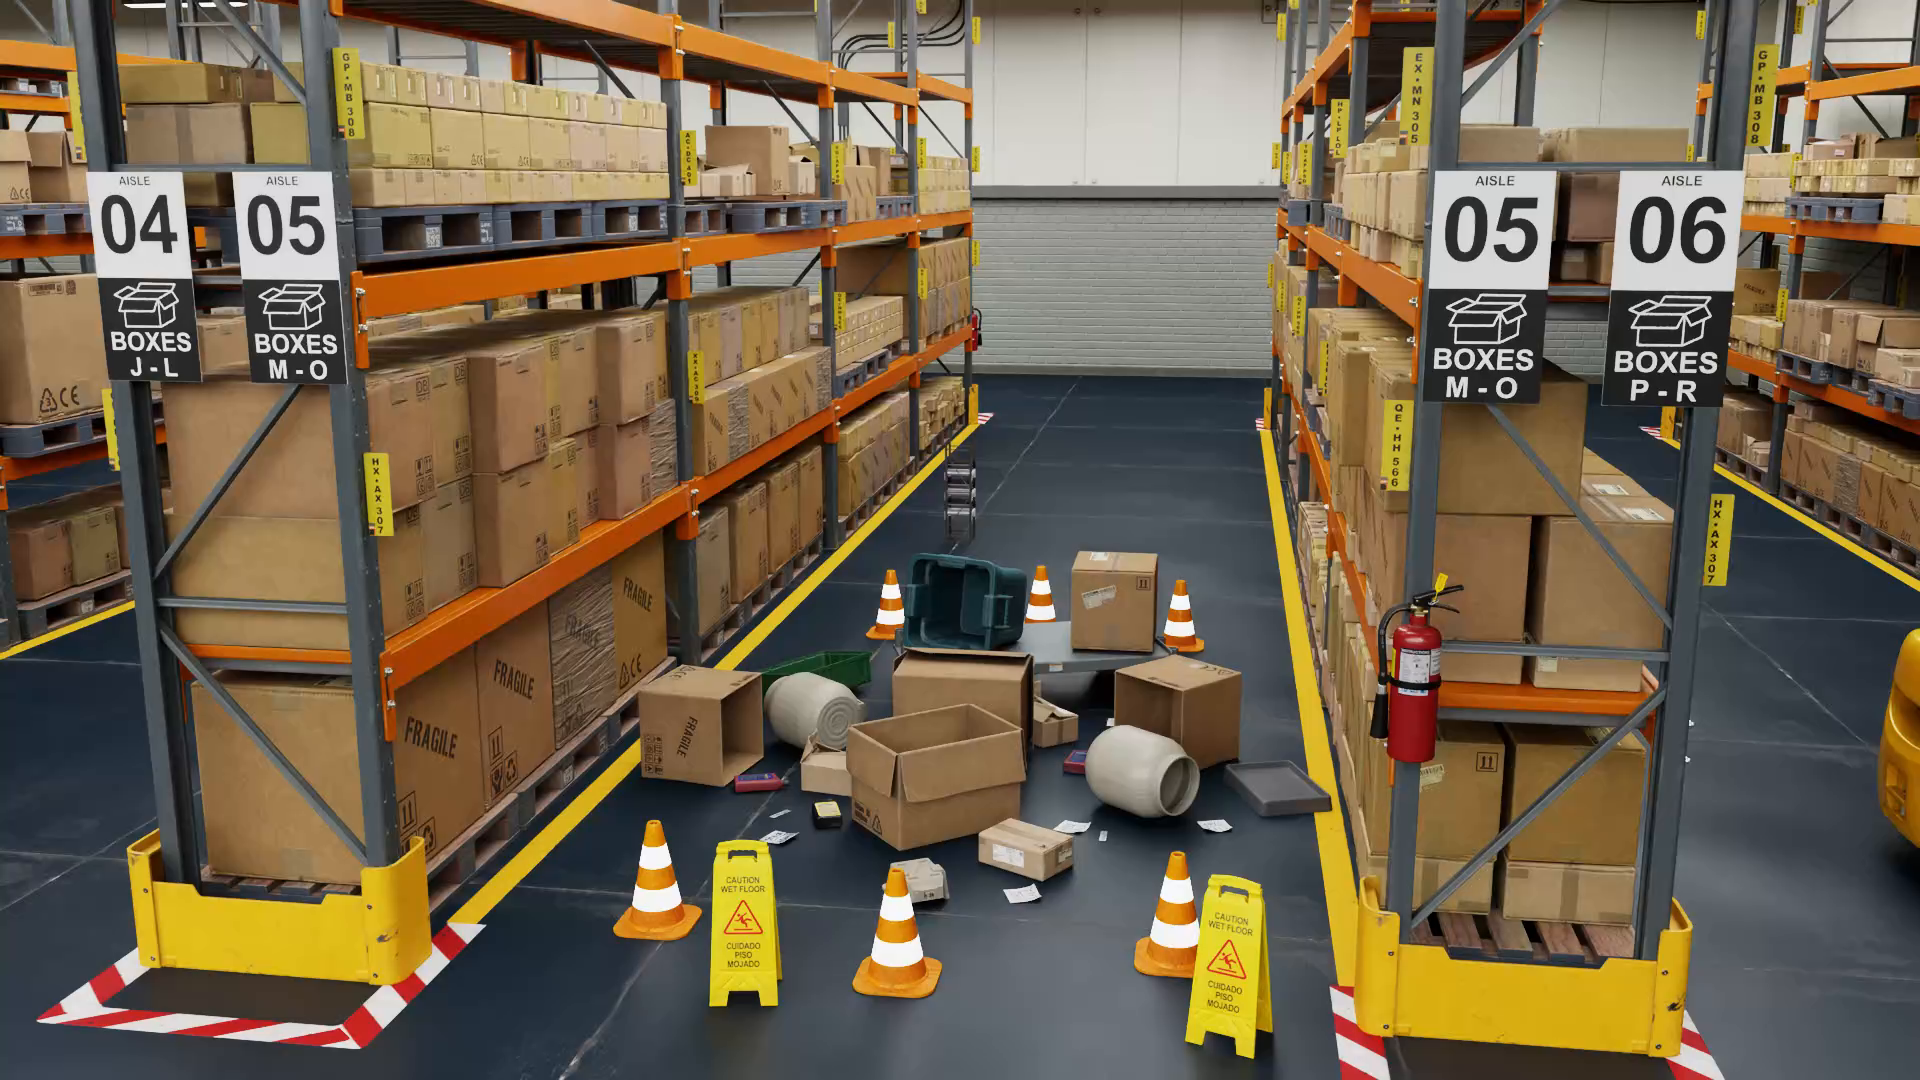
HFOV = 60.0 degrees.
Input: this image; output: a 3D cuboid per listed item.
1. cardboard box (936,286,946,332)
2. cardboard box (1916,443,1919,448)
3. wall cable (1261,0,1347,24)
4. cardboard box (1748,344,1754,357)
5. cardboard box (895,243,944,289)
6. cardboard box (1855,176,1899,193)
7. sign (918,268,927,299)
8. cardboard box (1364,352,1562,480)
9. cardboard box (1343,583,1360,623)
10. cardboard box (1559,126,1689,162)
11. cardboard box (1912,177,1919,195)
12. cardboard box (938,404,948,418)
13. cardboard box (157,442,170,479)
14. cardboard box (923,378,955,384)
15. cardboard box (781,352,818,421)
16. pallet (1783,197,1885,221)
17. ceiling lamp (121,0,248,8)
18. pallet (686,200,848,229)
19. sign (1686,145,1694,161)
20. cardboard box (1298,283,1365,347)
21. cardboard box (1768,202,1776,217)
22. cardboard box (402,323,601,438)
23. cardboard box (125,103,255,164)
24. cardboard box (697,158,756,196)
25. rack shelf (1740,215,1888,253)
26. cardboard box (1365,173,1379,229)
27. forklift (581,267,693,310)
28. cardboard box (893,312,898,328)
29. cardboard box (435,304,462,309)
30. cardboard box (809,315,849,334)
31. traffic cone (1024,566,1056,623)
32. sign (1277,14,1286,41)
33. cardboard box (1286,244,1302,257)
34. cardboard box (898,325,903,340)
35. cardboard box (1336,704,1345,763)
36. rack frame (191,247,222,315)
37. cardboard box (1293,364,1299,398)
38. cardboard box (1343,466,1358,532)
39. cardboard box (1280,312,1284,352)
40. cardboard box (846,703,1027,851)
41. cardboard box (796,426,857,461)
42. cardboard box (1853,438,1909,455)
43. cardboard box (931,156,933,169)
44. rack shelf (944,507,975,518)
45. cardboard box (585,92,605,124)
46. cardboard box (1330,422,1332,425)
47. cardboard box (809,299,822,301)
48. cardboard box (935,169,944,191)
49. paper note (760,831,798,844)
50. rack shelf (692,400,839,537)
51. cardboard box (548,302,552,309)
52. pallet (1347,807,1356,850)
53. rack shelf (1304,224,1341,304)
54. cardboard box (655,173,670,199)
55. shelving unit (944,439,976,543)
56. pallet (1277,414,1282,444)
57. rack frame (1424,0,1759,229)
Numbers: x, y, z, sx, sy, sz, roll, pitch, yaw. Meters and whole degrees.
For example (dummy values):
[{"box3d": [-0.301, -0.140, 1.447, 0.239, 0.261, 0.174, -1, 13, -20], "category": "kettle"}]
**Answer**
[{"box3d": [-0.448, -2.728, 19.587, 0.500, 0.500, 0.500, 2, 12, 7], "category": "cardboard box"}, {"box3d": [8.775, -0.769, 14.840, 0.380, 0.149, 0.250, 2, 12, 9], "category": "cardboard box"}, {"box3d": [5.905, -7.026, 26.234, 2.355, 3.000, 0.029, 2, 12, 9], "category": "wall cable"}, {"box3d": [8.757, -2.047, 17.970, 0.380, 0.149, 0.250, 2, 12, 10], "category": "cardboard box"}, {"box3d": [-0.473, -3.213, 19.465, 0.500, 0.500, 0.500, 2, 12, 10], "category": "cardboard box"}, {"box3d": [8.206, -3.160, 14.777, 0.380, 0.149, 0.250, 2, 12, 10], "category": "cardboard box"}, {"box3d": [-0.407, -2.780, 18.026, 0.100, 0.325, 0.005, 2, 12, 9], "category": "sign"}, {"box3d": [2.054, -0.496, 6.857, 0.700, 0.500, 0.500, 2, 12, 9], "category": "cardboard box"}, {"box3d": [2.169, 0.330, 8.554, 0.380, 0.149, 0.250, 3, 12, 12], "category": "cardboard box"}, {"box3d": [2.362, -1.395, 5.929, 0.380, 0.149, 0.250, 2, 12, 8], "category": "cardboard box"}, {"box3d": [8.265, -2.980, 13.989, 0.380, 0.149, 0.250, 2, 12, 9], "category": "cardboard box"}, {"box3d": [-0.357, -1.575, 20.244, 0.380, 0.149, 0.250, 2, 12, 9], "category": "cardboard box"}, {"box3d": [-6.601, -0.689, 14.180, 0.500, 0.250, 0.500, 3, 13, 15], "category": "cardboard box"}, {"box3d": [-0.267, -1.998, 21.502, 0.380, 0.149, 0.250, 2, 12, 10], "category": "cardboard box"}, {"box3d": [-1.453, -1.242, 13.397, 0.500, 0.500, 0.500, 2, 12, 9], "category": "cardboard box"}, {"box3d": [8.687, -3.173, 15.923, 1.213, 0.211, 1.003, 2, 12, 9], "category": "pallet"}, {"box3d": [-12.129, -9.831, 25.394, 2.000, 3.185, 0.800, 2, 12, 9], "category": "ceiling lamp"}, {"box3d": [-1.617, -2.637, 13.438, 1.213, 0.211, 1.003, 2, 12, 11], "category": "pallet"}, {"box3d": [8.935, -4.676, 20.376, 0.100, 0.325, 0.005, 2, 12, 9], "category": "sign"}, {"box3d": [3.157, -1.913, 14.141, 0.500, 0.500, 0.500, 2, 12, 7], "category": "cardboard box"}, {"box3d": [8.710, -3.467, 17.435, 0.380, 0.149, 0.250, 2, 12, 11], "category": "cardboard box"}, {"box3d": [-2.465, -0.865, 8.970, 0.875, 0.550, 0.550, 2, 12, 9], "category": "cardboard box"}, {"box3d": [-3.002, -1.637, 6.765, 0.500, 0.250, 0.500, 2, 12, 9], "category": "cardboard box"}, {"box3d": [-1.689, -2.604, 11.920, 0.396, 0.266, 0.258, 2, 12, 9], "category": "cardboard box"}, {"box3d": [9.164, -3.463, 18.530, 1.077, 0.370, 4.000, 2, 12, 9], "category": "rack shelf"}, {"box3d": [2.147, -1.566, 7.669, 0.500, 0.250, 0.500, 2, 12, 9], "category": "cardboard box"}, {"box3d": [-3.258, -1.646, 15.673, 1.130, 2.935, 3.031, 6, 14, 28], "category": "forklift"}, {"box3d": [-0.861, -2.315, 17.510, 0.380, 0.149, 0.250, 2, 12, 9], "category": "cardboard box"}, {"box3d": [-5.931, -2.819, 18.337, 0.797, 0.503, 0.637, 2, 12, 7], "category": "cardboard box"}, {"box3d": [-1.228, -1.969, 15.197, 0.380, 0.149, 0.250, 2, 12, 8], "category": "cardboard box"}, {"box3d": [0.585, 0.417, 11.960, 0.336, 0.463, 0.334, 2, 12, 9], "category": "traffic cone"}, {"box3d": [4.019, -6.411, 20.787, 0.100, 0.325, 0.005, 2, 12, 9], "category": "sign"}, {"box3d": [3.966, -3.337, 19.208, 0.380, 0.149, 0.250, 2, 12, 9], "category": "cardboard box"}, {"box3d": [-0.821, -2.225, 17.797, 0.380, 0.149, 0.250, 2, 12, 7], "category": "cardboard box"}, {"box3d": [2.213, 1.048, 8.540, 0.500, 0.250, 0.500, 2, 12, 8], "category": "cardboard box"}, {"box3d": [-6.456, -1.581, 15.208, 1.000, 3.000, 0.127, 2, 12, 9], "category": "rack frame"}, {"box3d": [3.220, -1.407, 14.757, 0.500, 0.250, 0.500, 2, 12, 10], "category": "cardboard box"}, {"box3d": [2.233, -0.329, 8.458, 0.500, 0.500, 0.500, 2, 12, 8], "category": "cardboard box"}, {"box3d": [3.843, -2.353, 18.555, 0.500, 0.500, 0.500, 2, 12, 7], "category": "cardboard box"}, {"box3d": [-0.126, 1.178, 8.331, 0.797, 0.503, 0.637, -7, 14, -30], "category": "cardboard box"}, {"box3d": [-1.226, -0.884, 15.134, 0.500, 0.250, 0.500, 1, 12, 6], "category": "cardboard box"}, {"box3d": [8.387, -0.836, 15.147, 0.380, 0.149, 0.250, 2, 12, 9], "category": "cardboard box"}, {"box3d": [-0.510, -4.333, 19.084, 0.380, 0.149, 0.250, 1, 12, 7], "category": "cardboard box"}, {"box3d": [0.001, -0.233, 14.951, 0.258, 0.077, 0.200, 2, 12, 9], "category": "rack shelf"}, {"box3d": [-2.082, -2.256, 8.692, 0.380, 0.149, 0.250, 2, 12, 9], "category": "cardboard box"}, {"box3d": [2.565, -0.930, 10.249, 0.500, 0.500, 0.500, 2, 12, 8], "category": "cardboard box"}, {"box3d": [-1.550, -2.426, 17.319, 0.380, 0.149, 0.250, 2, 12, 9], "category": "cardboard box"}, {"box3d": [-0.472, -4.169, 19.268, 0.500, 0.250, 0.500, 2, 12, 10], "category": "cardboard box"}, {"box3d": [-0.889, 1.456, 8.169, 0.144, 0.017, 0.142, 7, 14, 28], "category": "paper note"}, {"box3d": [-1.878, -0.631, 12.508, 1.077, 0.370, 4.000, 2, 12, 9], "category": "rack shelf"}, {"box3d": [-5.354, -2.786, 20.451, 0.500, 0.250, 0.500, 2, 12, 10], "category": "cardboard box"}, {"box3d": [2.467, 1.332, 8.312, 1.003, 0.211, 1.213, 2, 12, 9], "category": "pallet"}, {"box3d": [3.028, -1.958, 11.546, 1.077, 0.370, 4.000, 2, 12, 9], "category": "rack shelf"}, {"box3d": [-1.926, -2.078, 9.756, 0.380, 0.149, 0.250, 2, 12, 8], "category": "cardboard box"}, {"box3d": [0.001, -0.442, 14.906, 0.258, 0.900, 0.210, 2, 12, 9], "category": "shelving unit"}, {"box3d": [4.521, -1.393, 20.955, 1.003, 0.211, 1.213, 2, 12, 9], "category": "pallet"}, {"box3d": [2.105, -2.527, 5.358, 1.000, 3.000, 0.127, 2, 12, 9], "category": "rack frame"}]
